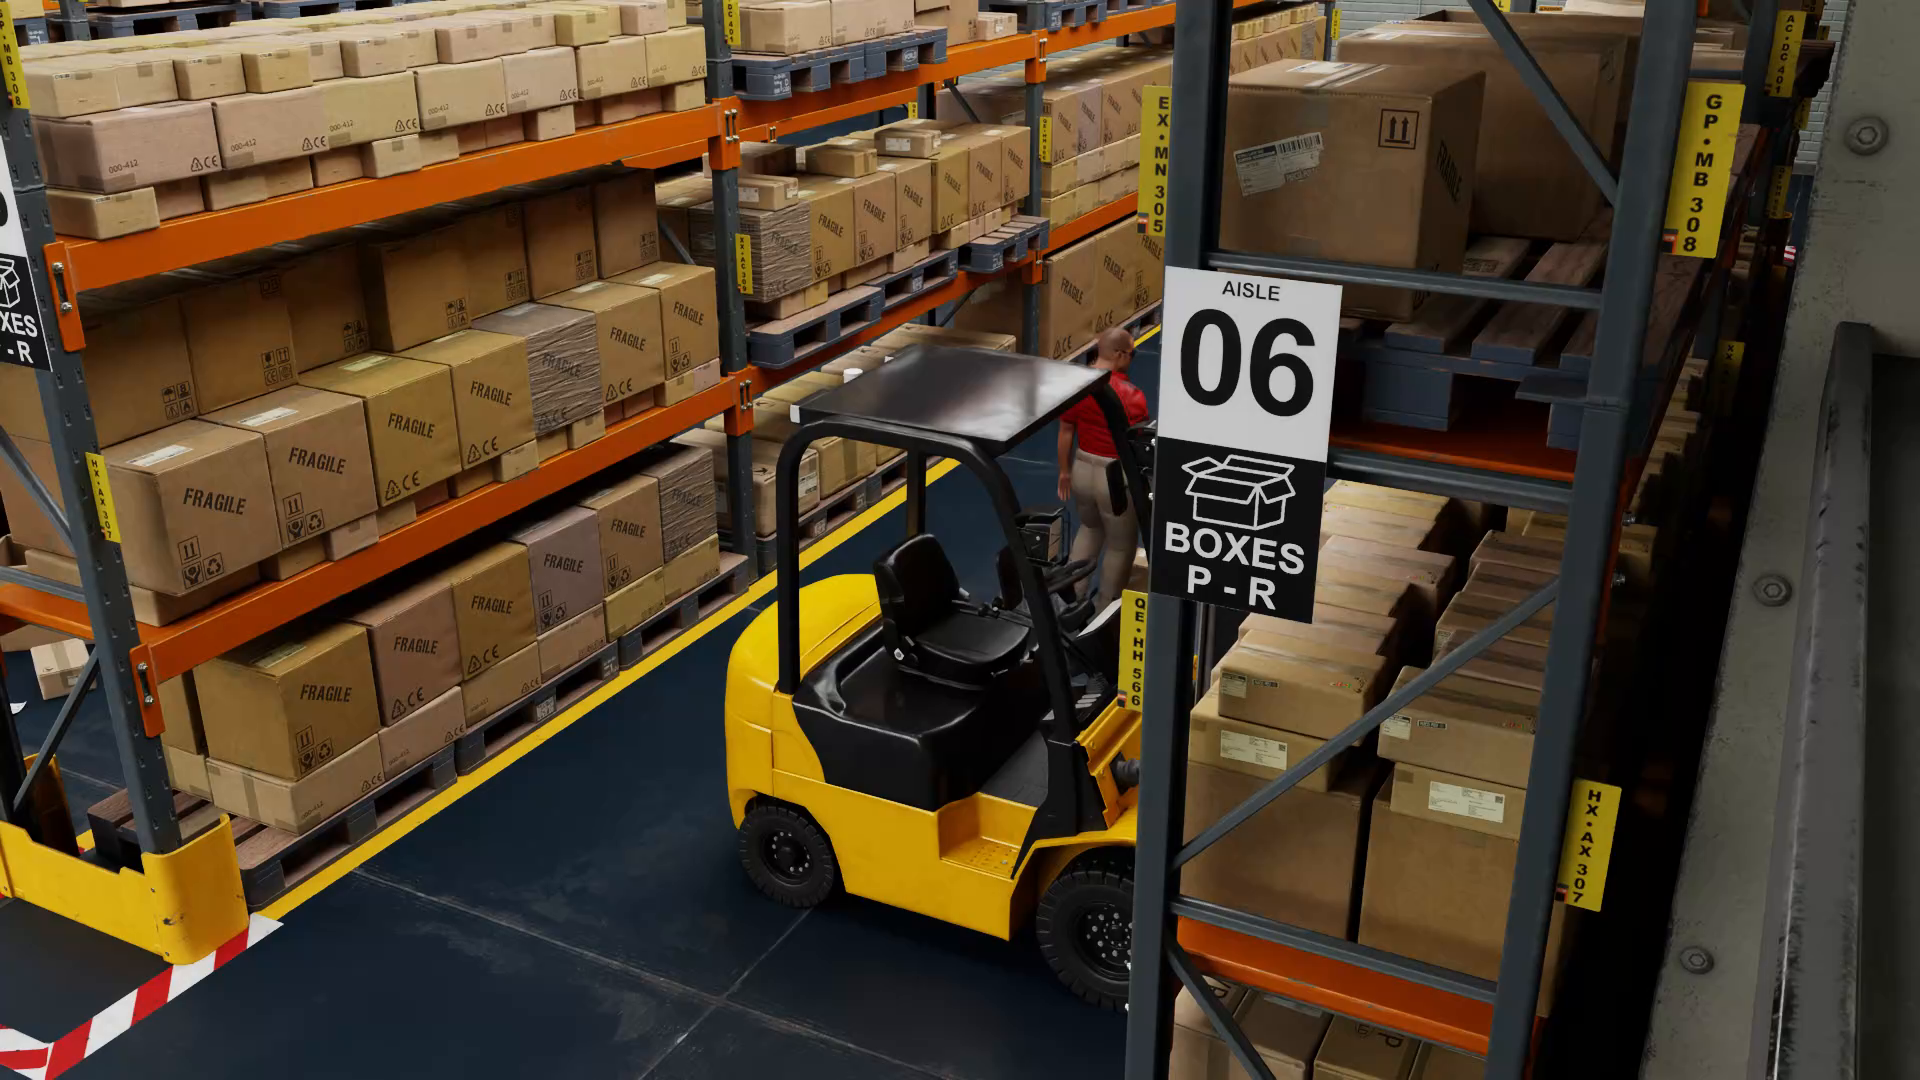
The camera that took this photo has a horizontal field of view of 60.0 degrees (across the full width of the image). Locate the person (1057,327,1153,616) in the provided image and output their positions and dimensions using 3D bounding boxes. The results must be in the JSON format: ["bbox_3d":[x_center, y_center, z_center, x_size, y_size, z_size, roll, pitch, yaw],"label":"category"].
[{"bbox_3d":[0.825,-0.298,9.016,0.572,1.779,0.423,20,30,39],"label":"person"}]
